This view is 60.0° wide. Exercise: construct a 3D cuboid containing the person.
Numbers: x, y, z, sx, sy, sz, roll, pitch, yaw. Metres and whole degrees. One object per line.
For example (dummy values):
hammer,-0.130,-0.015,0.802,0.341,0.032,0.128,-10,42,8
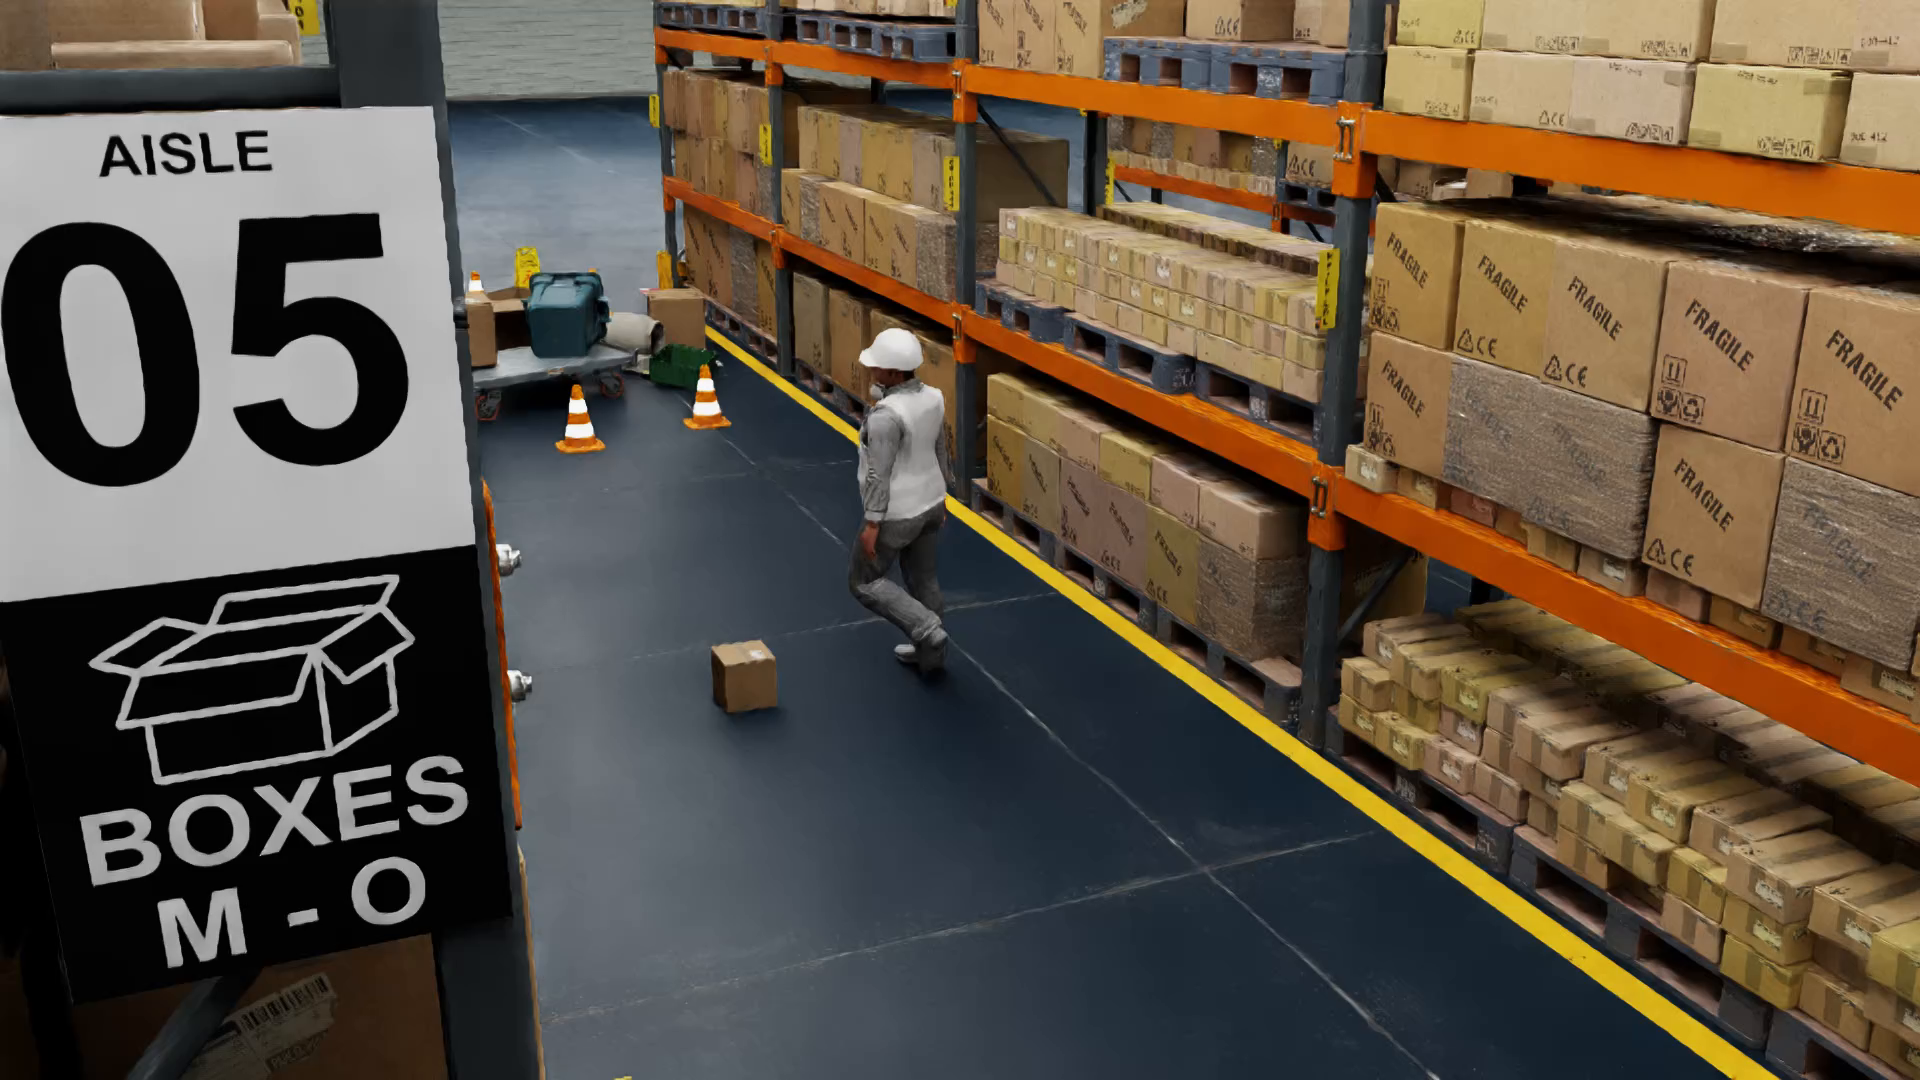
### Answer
person,-0.255,-0.149,7.932,0.510,1.748,0.603,12,22,32
